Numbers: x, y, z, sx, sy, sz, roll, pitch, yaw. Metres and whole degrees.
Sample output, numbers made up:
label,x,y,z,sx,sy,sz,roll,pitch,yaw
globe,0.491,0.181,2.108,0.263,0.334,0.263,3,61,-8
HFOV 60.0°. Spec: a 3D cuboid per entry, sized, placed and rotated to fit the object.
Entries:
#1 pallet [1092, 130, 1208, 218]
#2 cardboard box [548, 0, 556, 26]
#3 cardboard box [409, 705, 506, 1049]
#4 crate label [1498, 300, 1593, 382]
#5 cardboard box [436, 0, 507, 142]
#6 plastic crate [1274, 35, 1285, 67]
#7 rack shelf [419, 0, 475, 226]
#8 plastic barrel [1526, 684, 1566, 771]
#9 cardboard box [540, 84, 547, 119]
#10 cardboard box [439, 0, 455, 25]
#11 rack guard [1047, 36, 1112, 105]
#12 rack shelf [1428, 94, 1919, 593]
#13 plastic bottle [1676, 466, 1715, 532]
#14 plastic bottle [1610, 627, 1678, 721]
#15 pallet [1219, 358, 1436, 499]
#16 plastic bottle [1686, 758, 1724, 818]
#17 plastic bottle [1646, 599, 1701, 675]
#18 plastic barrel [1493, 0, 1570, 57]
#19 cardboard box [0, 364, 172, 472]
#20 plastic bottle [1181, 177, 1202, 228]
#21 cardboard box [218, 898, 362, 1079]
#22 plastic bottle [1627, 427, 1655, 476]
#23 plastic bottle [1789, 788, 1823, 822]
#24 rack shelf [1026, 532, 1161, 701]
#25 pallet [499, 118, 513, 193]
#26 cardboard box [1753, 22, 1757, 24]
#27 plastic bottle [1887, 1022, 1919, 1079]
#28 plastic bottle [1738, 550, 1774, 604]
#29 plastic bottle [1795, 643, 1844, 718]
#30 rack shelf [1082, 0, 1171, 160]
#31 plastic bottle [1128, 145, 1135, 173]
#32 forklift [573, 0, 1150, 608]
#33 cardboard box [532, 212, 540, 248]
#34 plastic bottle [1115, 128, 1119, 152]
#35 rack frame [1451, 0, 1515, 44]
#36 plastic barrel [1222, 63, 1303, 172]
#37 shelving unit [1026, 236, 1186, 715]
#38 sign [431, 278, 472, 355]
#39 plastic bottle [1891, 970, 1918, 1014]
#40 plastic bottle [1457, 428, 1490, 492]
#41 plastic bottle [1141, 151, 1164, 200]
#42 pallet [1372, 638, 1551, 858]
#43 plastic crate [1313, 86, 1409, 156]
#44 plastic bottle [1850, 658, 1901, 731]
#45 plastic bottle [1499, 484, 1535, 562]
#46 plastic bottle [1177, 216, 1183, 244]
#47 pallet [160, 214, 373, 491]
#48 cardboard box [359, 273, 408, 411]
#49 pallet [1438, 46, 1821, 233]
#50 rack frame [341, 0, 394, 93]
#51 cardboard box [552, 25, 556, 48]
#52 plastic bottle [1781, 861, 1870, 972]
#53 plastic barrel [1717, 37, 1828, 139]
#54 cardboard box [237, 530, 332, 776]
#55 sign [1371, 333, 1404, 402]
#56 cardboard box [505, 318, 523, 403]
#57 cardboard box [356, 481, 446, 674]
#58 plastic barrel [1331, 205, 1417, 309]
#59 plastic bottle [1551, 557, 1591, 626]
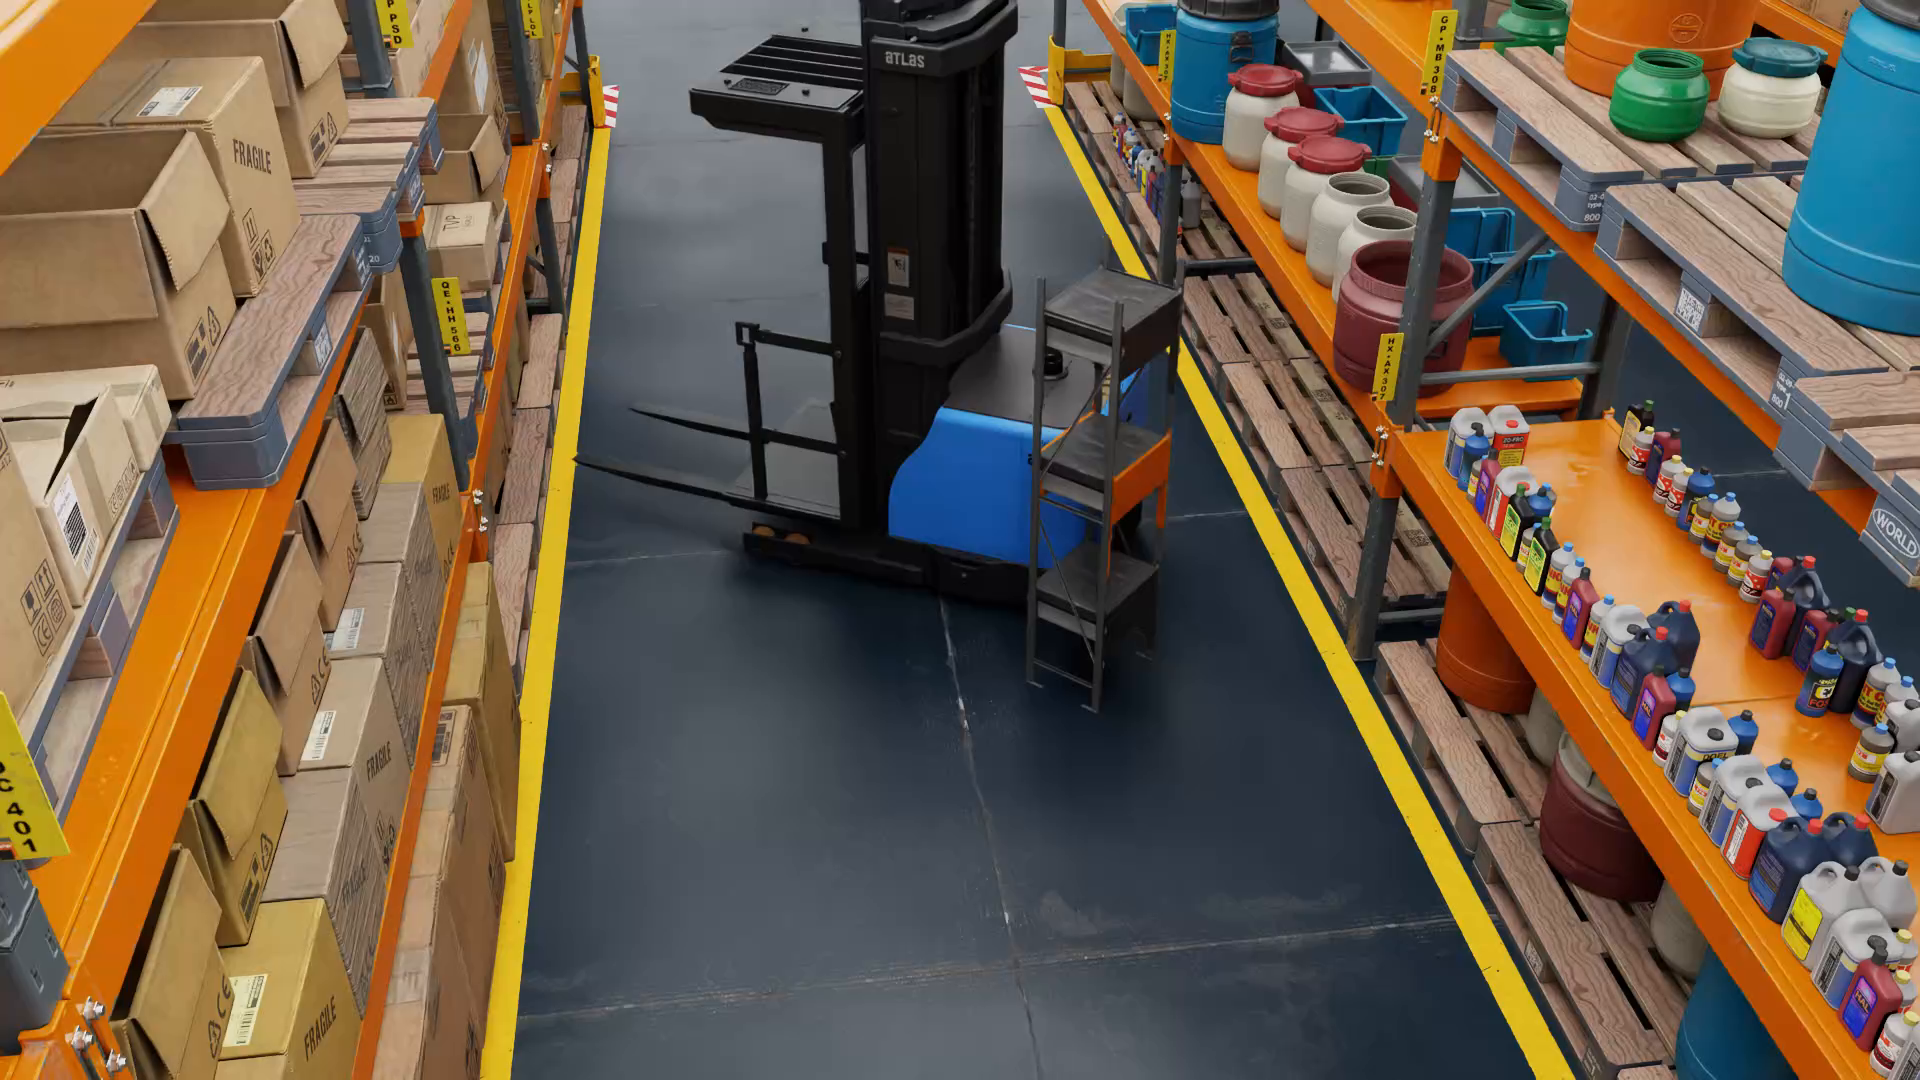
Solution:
label,x,y,z,sx,sy,sz,roll,pitch,yaw
pallet,1.629,-2.860,12.888,1.003,0.211,1.213,-4,35,-6
cardboard box,-3.287,-3.832,11.485,0.875,0.500,0.500,-4,35,-6
cardboard box,-2.340,1.245,5.903,1.225,0.875,0.875,-4,35,-6
crate label,2.698,-0.914,7.705,0.303,0.233,0.416,-4,35,-6
cardboard box,-3.094,-2.544,9.043,1.000,1.000,1.000,-4,34,-6
plastic crate,1.901,-3.228,11.007,0.767,0.338,0.504,-4,35,-6
rack shelf,-2.793,-2.403,7.716,1.077,0.370,4.000,-4,35,-6
plastic barrel,2.631,0.715,7.002,0.421,0.512,0.421,0,34,0
cardboard box,-2.814,-2.756,10.483,0.380,0.149,0.250,-4,35,-6
cardboard box,-2.483,-2.376,7.172,0.500,0.250,0.500,-4,34,-5
rack guard,1.365,-4.112,14.469,1.175,0.500,0.348,-4,35,-6
rack shelf,2.653,-0.546,4.991,1.077,0.370,4.000,-4,35,-6
plastic bottle,2.915,-0.170,6.579,0.097,0.271,0.097,0,34,0
plastic bottle,2.326,0.430,5.628,0.144,0.351,0.185,-4,35,-6
pallet,2.157,-0.682,9.692,1.003,0.211,1.213,-4,35,-6
plastic bottle,2.370,0.776,5.253,0.097,0.201,0.097,0,34,0
plastic bottle,2.458,0.343,5.755,0.144,0.351,0.185,-4,35,-6
plastic barrel,2.300,-2.029,6.667,0.294,0.245,0.294,0,34,0
cardboard box,-2.038,-0.264,3.789,0.380,0.149,0.250,-6,35,-8
plastic bottle,1.616,-2.388,11.680,0.144,0.351,0.185,-4,35,-6
cardboard box,-1.869,1.290,4.233,0.500,0.500,0.500,-4,35,-6
plastic bottle,2.858,-0.378,6.947,0.097,0.201,0.097,0,34,0
plastic bottle,2.552,0.865,5.060,0.097,0.271,0.097,0,34,0
rack shelf,0.622,0.350,7.767,0.431,0.518,0.480,22,40,29
pallet,-3.104,-2.060,9.408,1.003,0.211,1.213,-4,35,-6
cardboard box,6.217,-4.031,13.533,0.500,0.500,0.500,-4,35,-6
plastic bottle,2.548,1.368,4.318,0.152,0.276,0.135,-4,35,-6
plastic bottle,2.981,0.131,6.200,0.097,0.201,0.097,0,34,0
plastic bottle,2.924,0.468,5.643,0.097,0.271,0.097,0,34,0
rack shelf,1.577,-3.771,12.387,1.077,0.370,4.000,-4,35,-6
plastic bottle,1.316,-2.872,12.523,0.097,0.201,0.097,0,34,0
forklift,-0.598,-1.341,8.243,3.031,2.935,1.130,12,36,17
cardboard box,-3.161,-2.263,11.382,0.500,0.500,0.500,6,35,9
plastic bottle,1.257,-3.116,12.882,0.097,0.201,0.097,0,34,0
rack frame,2.384,-3.199,5.582,1.000,3.000,0.127,-4,35,-6
plastic barrel,1.757,-2.458,9.701,0.433,0.535,0.433,0,34,0
shelving unit,0.622,-0.239,7.365,0.431,2.100,0.503,22,40,29
sign,-1.975,-0.867,6.459,0.100,0.325,0.005,-4,35,-6
plastic bottle,2.548,1.257,4.546,0.097,0.201,0.097,0,34,0
plastic bottle,2.110,-0.334,6.819,0.097,0.271,0.097,0,34,0
plastic bottle,1.404,-2.664,12.086,0.144,0.351,0.185,-5,35,-7
pallet,2.531,0.869,7.416,1.003,0.211,1.213,-4,35,-6
plastic crate,2.302,-2.353,9.682,0.392,0.384,0.575,-4,35,-6
plastic bottle,3.080,0.511,5.579,0.097,0.271,0.097,0,34,0
plastic bottle,2.157,-0.069,6.420,0.061,0.283,0.133,-4,35,-6
plastic bottle,1.488,-2.156,11.473,0.097,0.201,0.097,0,34,0
pallet,-2.232,-0.527,4.493,1.003,0.211,1.213,-3,34,-4
cardboard box,-2.637,-0.858,7.012,0.500,0.500,0.500,-9,35,-12
pallet,2.390,-1.447,5.842,1.003,0.211,1.213,-4,35,-6
rack frame,-2.524,-2.824,5.031,1.000,3.000,0.127,-4,35,-6
cardboard box,-3.008,-3.452,11.503,0.380,0.149,0.250,-4,35,-6
plastic bottle,2.474,1.045,4.726,0.144,0.351,0.185,-4,35,-6
plastic barrel,2.673,-1.488,5.486,0.301,0.262,0.301,0,34,0
cardboard box,-2.260,0.346,4.727,0.797,0.503,0.637,-3,34,-5
sign,1.839,-0.742,7.158,0.100,0.325,0.005,-4,35,-6
cardboard box,-2.956,-1.114,9.678,0.700,0.500,0.500,-5,35,-7
cardboard box,-2.151,0.149,5.907,0.500,0.500,0.500,-5,35,-7
plastic barrel,2.034,-1.324,8.058,0.421,0.512,0.421,0,34,0
plastic bottle,2.234,0.182,6.062,0.097,0.271,0.097,0,34,0
